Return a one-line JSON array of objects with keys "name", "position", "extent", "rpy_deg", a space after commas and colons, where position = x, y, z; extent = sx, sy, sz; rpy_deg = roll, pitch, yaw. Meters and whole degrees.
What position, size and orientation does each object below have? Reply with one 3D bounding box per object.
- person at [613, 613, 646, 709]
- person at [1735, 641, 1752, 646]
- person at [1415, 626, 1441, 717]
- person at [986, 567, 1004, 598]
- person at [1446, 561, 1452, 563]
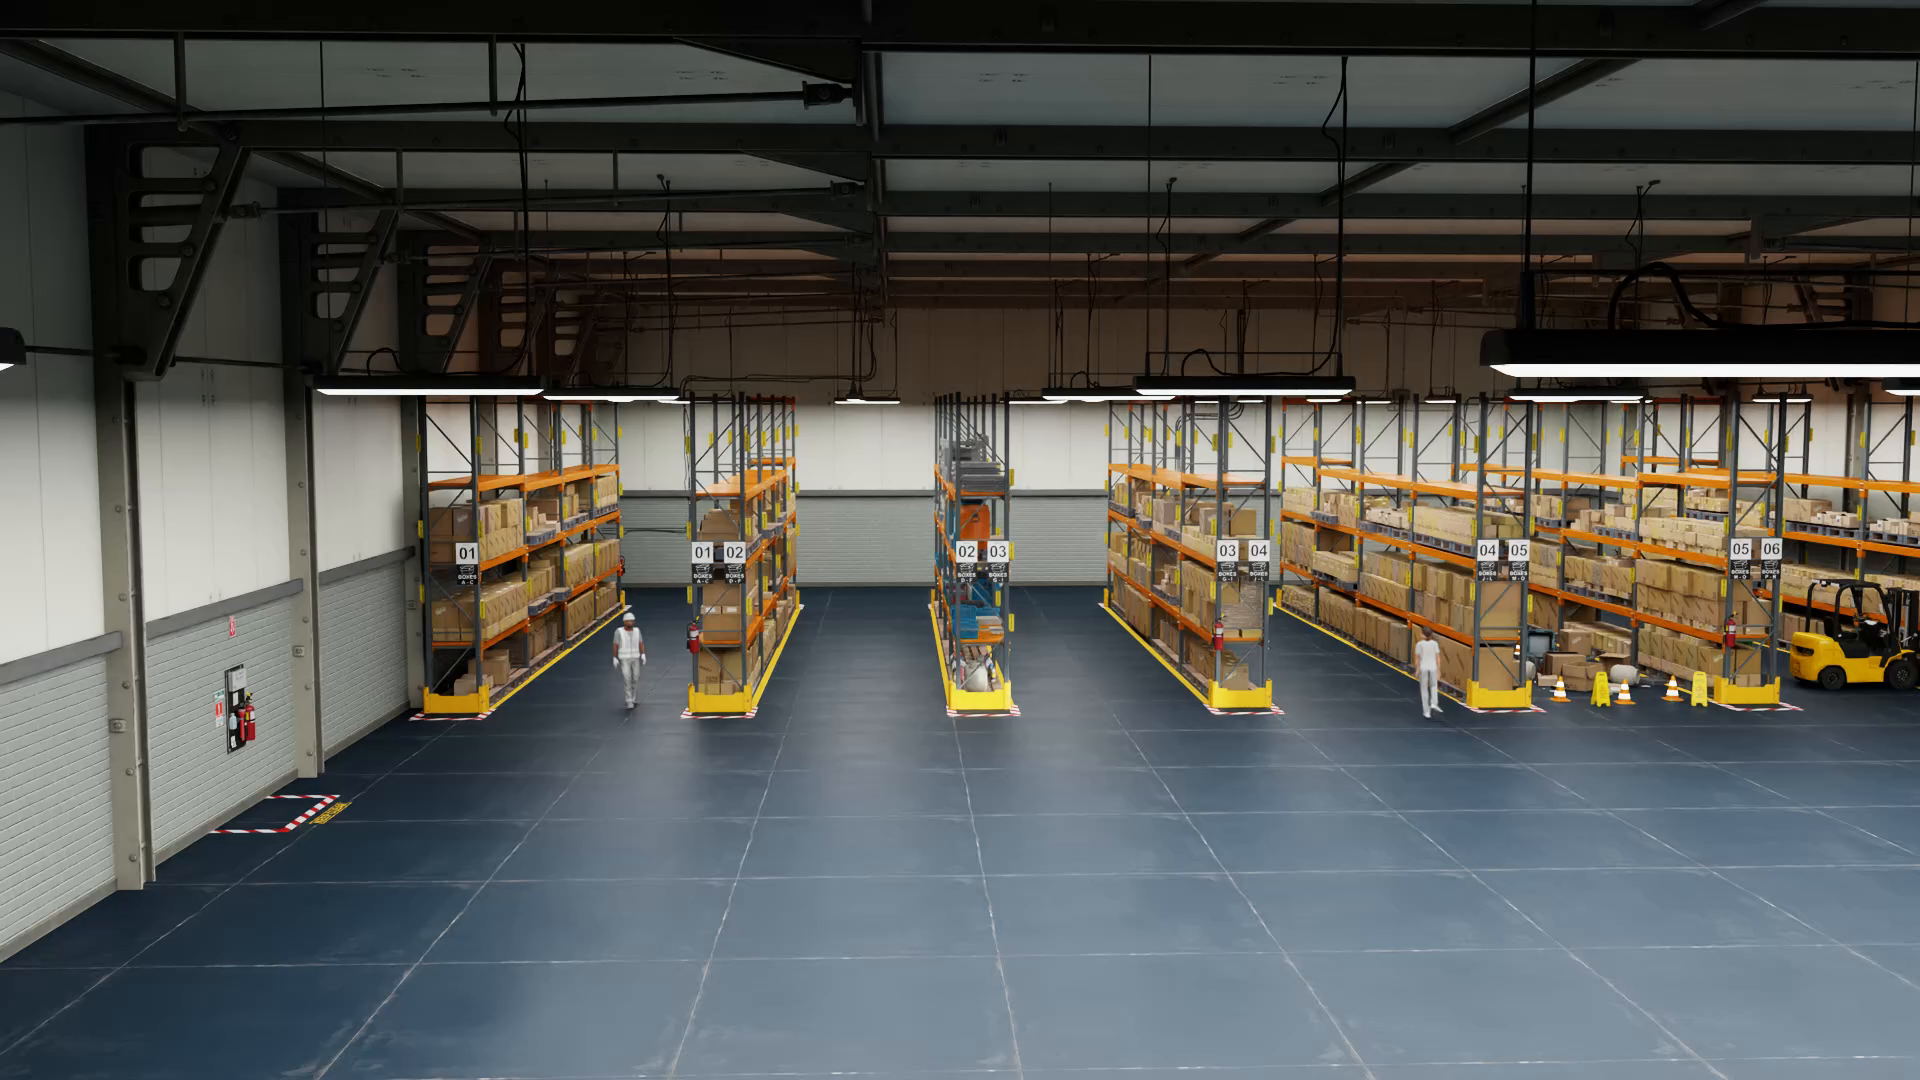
[{"name": "person", "position": [-6.269, 2.304, 31.792], "extent": [0.591, 1.783, 0.777], "rpy_deg": [-3, 5, -33]}, {"name": "person", "position": [16.994, 1.964, 36.060], "extent": [0.502, 1.824, 0.548], "rpy_deg": [-1, 5, -8]}, {"name": "person", "position": [8.643, 2.427, 30.716], "extent": [0.490, 1.660, 0.471], "rpy_deg": [0, 5, 6]}, {"name": "person", "position": [0.978, 1.224, 45.241], "extent": [0.557, 1.729, 1.046], "rpy_deg": [-1, 5, -18]}, {"name": "person", "position": [12.961, 1.362, 44.062], "extent": [0.481, 1.673, 0.407], "rpy_deg": [-4, 6, -41]}]
